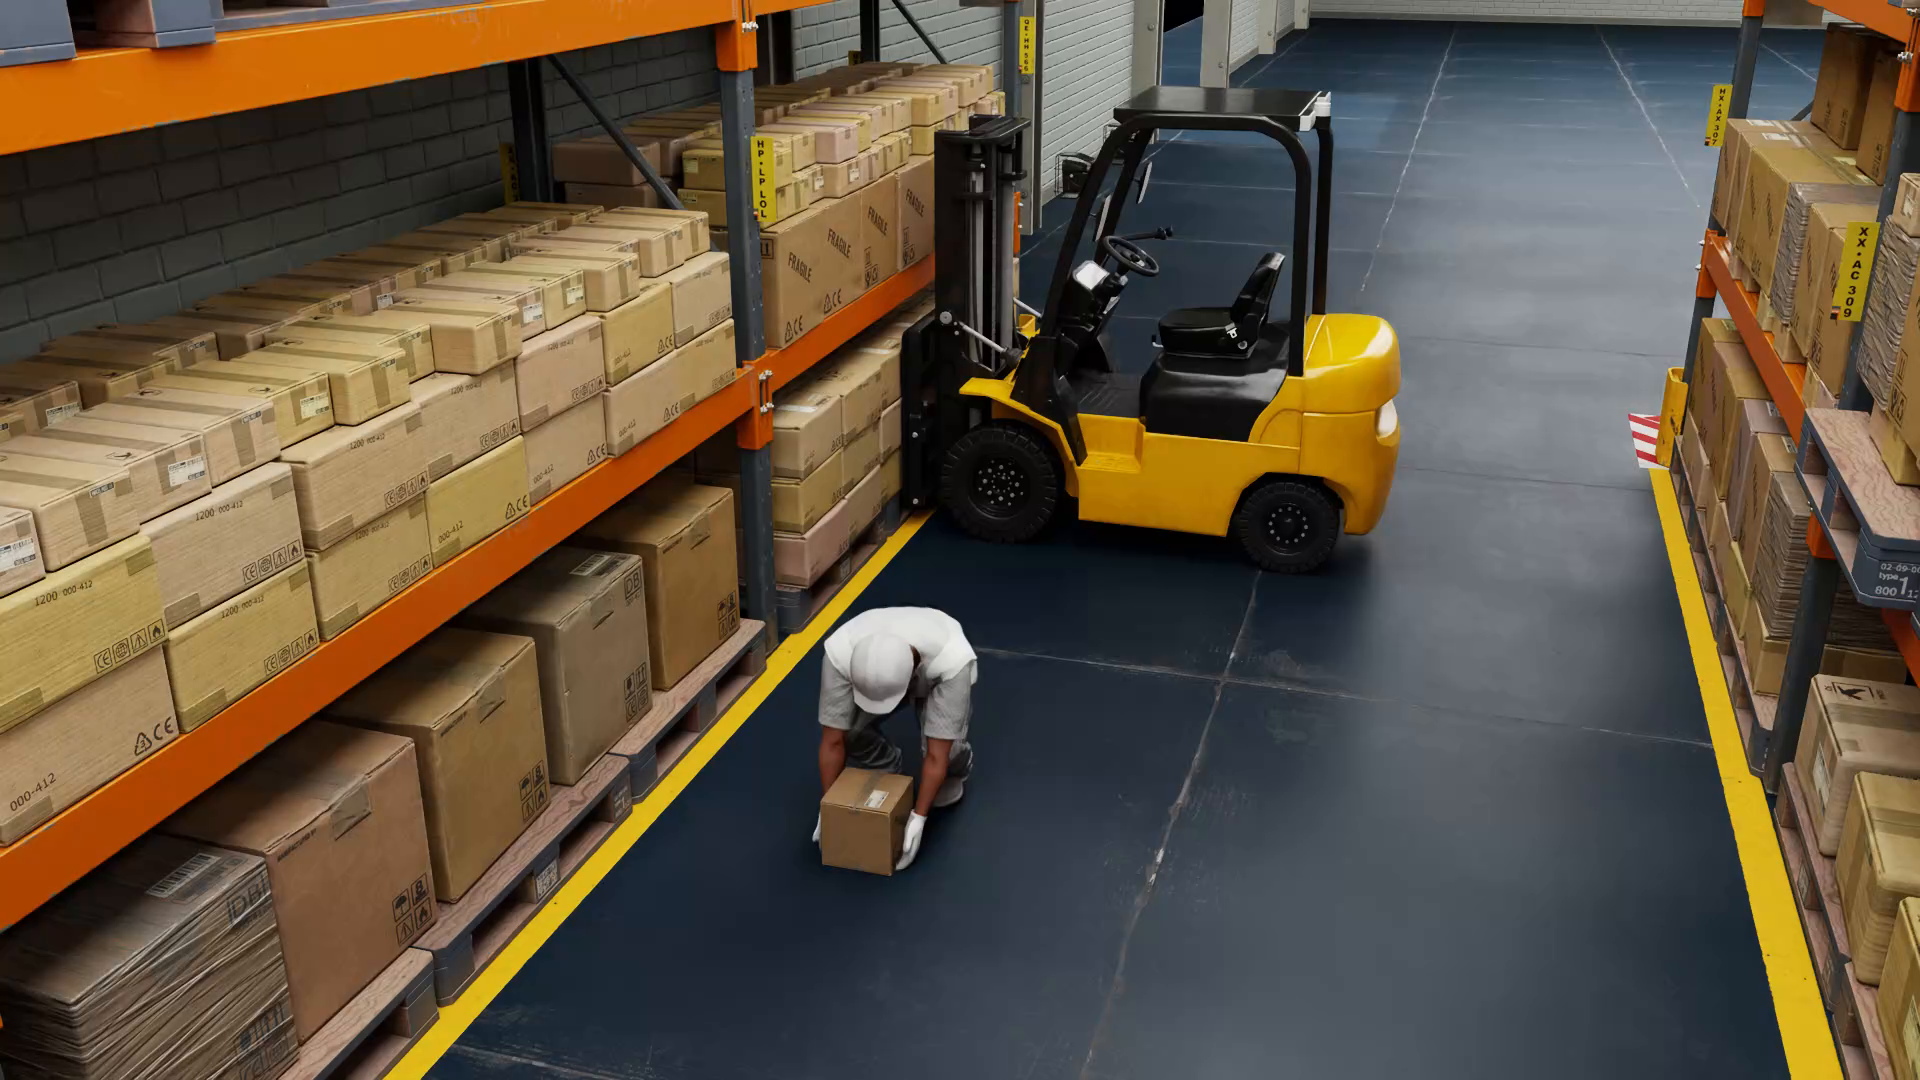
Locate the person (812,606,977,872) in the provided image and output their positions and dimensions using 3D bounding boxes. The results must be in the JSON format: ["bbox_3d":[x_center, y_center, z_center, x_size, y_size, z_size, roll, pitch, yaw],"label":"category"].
[{"bbox_3d":[-0.193,0.592,5.890,0.569,0.885,0.913,6,23,16],"label":"person"}]
